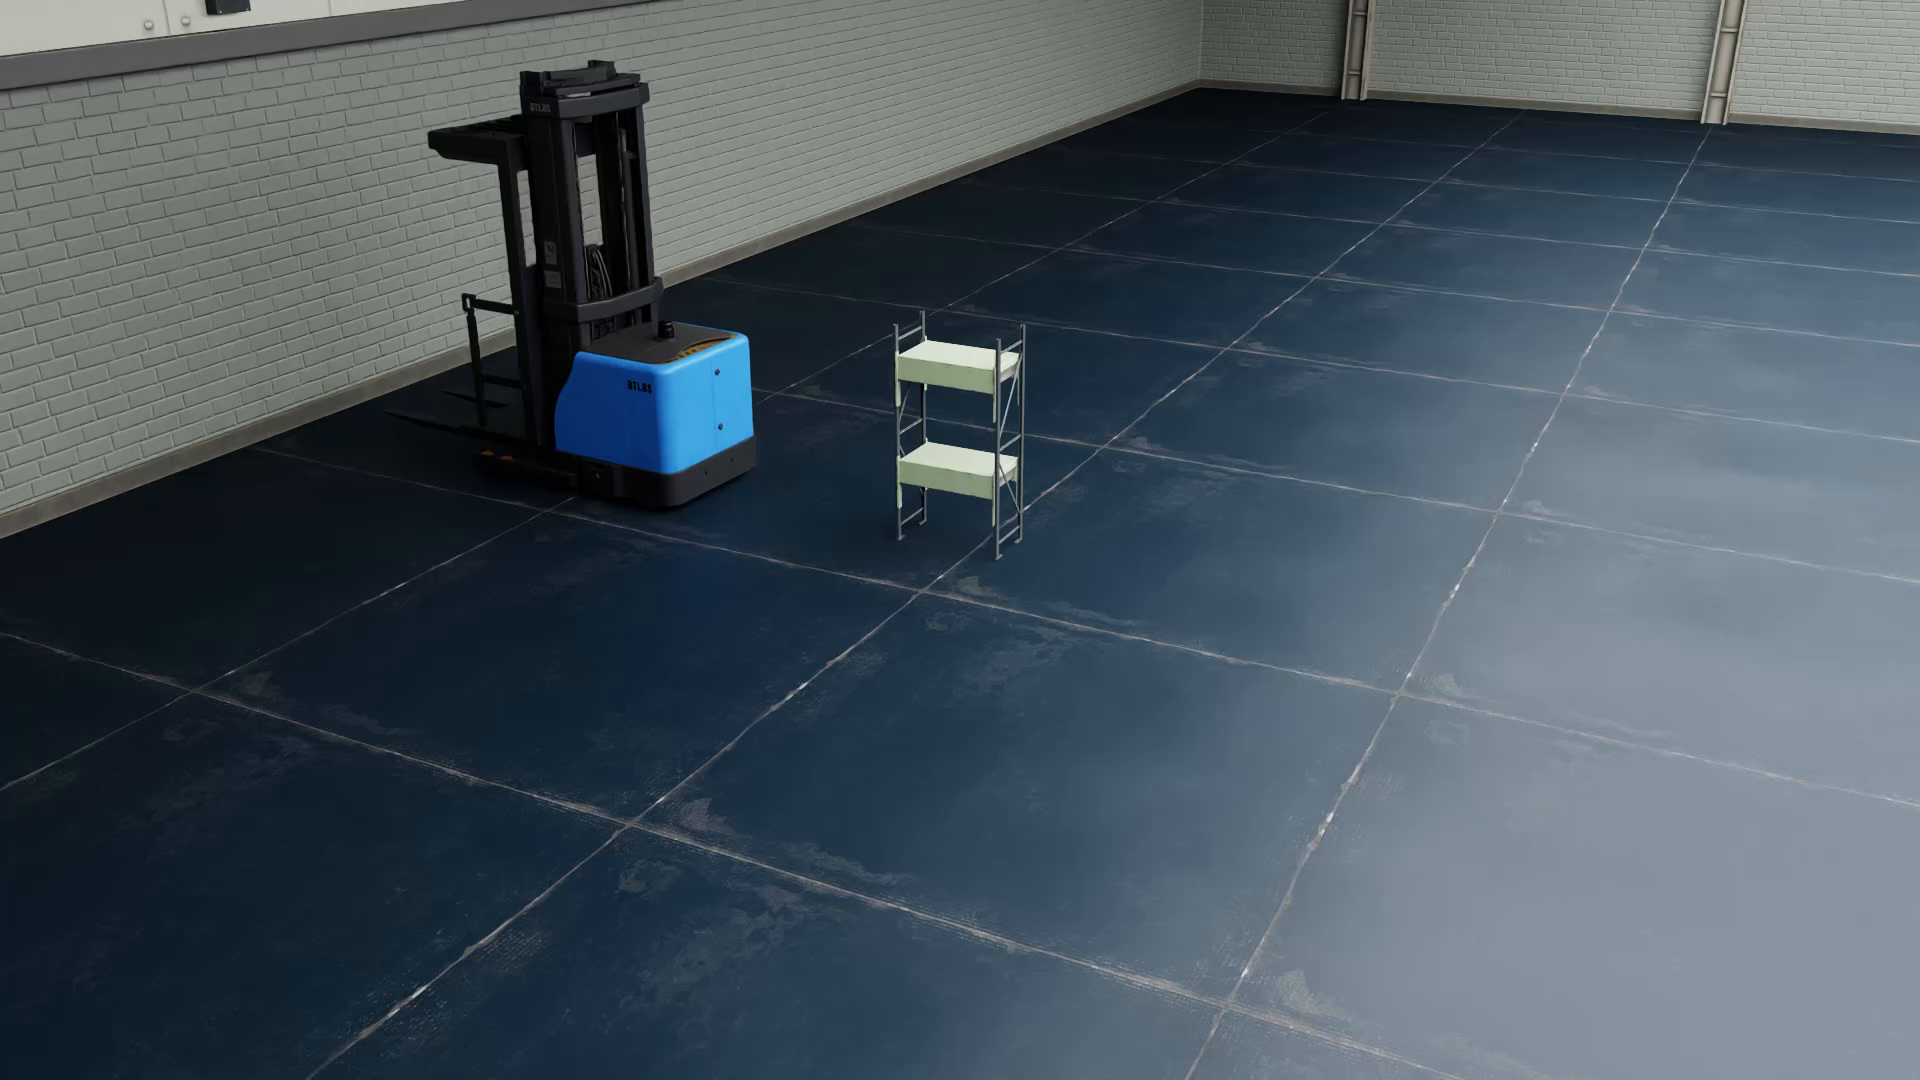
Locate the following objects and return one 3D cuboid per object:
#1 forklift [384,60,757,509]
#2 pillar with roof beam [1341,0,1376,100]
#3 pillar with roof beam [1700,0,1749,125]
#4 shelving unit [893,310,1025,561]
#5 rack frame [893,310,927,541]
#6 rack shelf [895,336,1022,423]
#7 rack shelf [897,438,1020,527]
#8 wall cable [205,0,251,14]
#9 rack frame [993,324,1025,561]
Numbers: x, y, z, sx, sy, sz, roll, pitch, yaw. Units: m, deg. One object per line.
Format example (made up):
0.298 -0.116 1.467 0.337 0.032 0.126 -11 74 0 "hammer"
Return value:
-3.046 -1.973 12.145 3.031 2.935 1.130 13 26 27 "forklift"
5.150 -10.590 24.652 0.400 9.000 9.100 11 25 25 "pillar with roof beam"
10.505 -9.530 22.161 0.400 9.000 9.100 11 25 25 "pillar with roof beam"
-0.006 -0.691 10.959 0.755 1.500 0.431 11 25 25 "shelving unit"
-0.333 -0.756 11.111 0.023 1.500 0.400 11 25 25 "rack frame"
-0.006 -1.050 10.807 0.720 0.370 0.431 11 25 25 "rack shelf"
-0.006 -0.391 11.087 0.720 0.370 0.431 11 25 25 "rack shelf"
-4.855 -6.951 11.752 0.169 6.003 2.305 11 25 25 "wall cable"
0.321 -0.627 10.807 0.023 1.500 0.400 11 25 25 "rack frame"
